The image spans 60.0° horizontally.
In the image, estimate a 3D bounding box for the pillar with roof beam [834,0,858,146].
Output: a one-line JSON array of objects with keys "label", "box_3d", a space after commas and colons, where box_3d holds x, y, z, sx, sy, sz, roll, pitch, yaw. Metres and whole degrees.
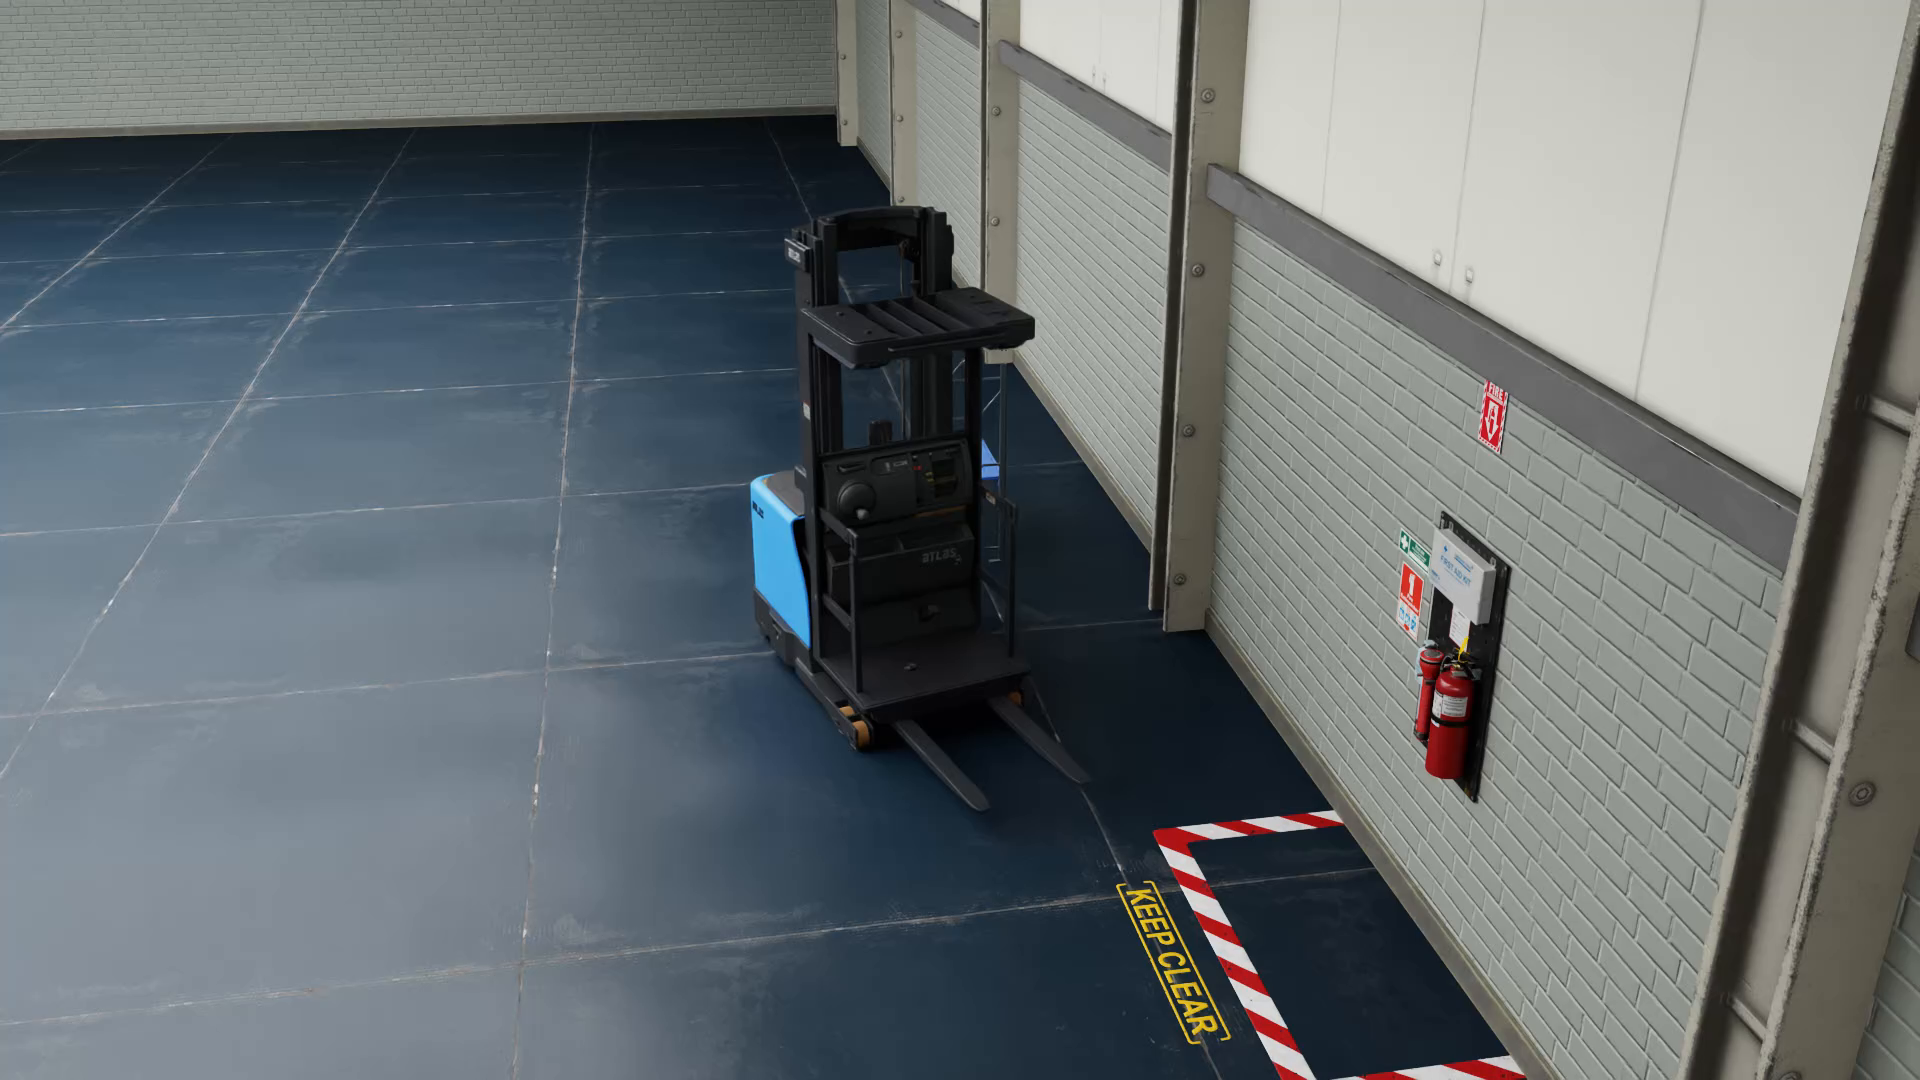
[{"label": "pillar with roof beam", "box_3d": [-6.077, -10.360, 24.970, 9.100, 9.000, 0.400, -4, 24, -10]}]

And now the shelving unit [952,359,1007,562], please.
[{"label": "shelving unit", "box_3d": [-0.016, -0.721, 12.269, 0.538, 1.500, 1.048, -4, 24, -10]}]

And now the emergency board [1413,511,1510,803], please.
[{"label": "emergency board", "box_3d": [2.172, 0.536, 7.518, 0.194, 1.169, 0.643, -4, 24, -10]}]

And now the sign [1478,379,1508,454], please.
[{"label": "sign", "box_3d": [2.268, -0.537, 7.078, 0.001, 0.298, 0.199, -4, 24, -10]}]

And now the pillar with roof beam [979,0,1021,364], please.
[{"label": "pillar with roof beam", "box_3d": [-3.858, -5.640, 14.163, 9.100, 9.000, 0.400, -4, 24, -10]}]

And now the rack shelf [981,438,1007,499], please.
[{"label": "rack shelf", "box_3d": [-0.016, -0.556, 12.341, 0.538, 0.185, 1.000, -4, 24, -10]}]

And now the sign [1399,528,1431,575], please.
[{"label": "sign", "box_3d": [2.163, 0.054, 7.915, 0.001, 0.109, 0.331, -4, 24, -10]}]

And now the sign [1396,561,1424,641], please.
[{"label": "sign", "box_3d": [2.171, 0.294, 8.026, 0.001, 0.329, 0.234, -4, 24, -10]}]

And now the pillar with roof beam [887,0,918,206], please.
[{"label": "pillar with roof beam", "box_3d": [-4.968, -8.000, 19.567, 9.100, 9.000, 0.400, -4, 24, -10]}]

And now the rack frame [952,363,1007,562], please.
[{"label": "rack frame", "box_3d": [0.078, -0.521, 11.811, 0.500, 1.500, 0.032, -4, 24, -10]}]

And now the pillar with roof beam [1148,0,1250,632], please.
[{"label": "pillar with roof beam", "box_3d": [-2.749, -3.280, 8.759, 9.100, 9.000, 0.400, -4, 24, -10]}]

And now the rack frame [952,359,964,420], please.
[{"label": "rack frame", "box_3d": [-0.110, -0.921, 12.727, 0.500, 1.500, 0.032, -4, 24, -10]}]

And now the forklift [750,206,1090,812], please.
[{"label": "forklift", "box_3d": [-0.265, -0.324, 9.573, 1.130, 2.935, 3.031, -11, 26, -24]}]
